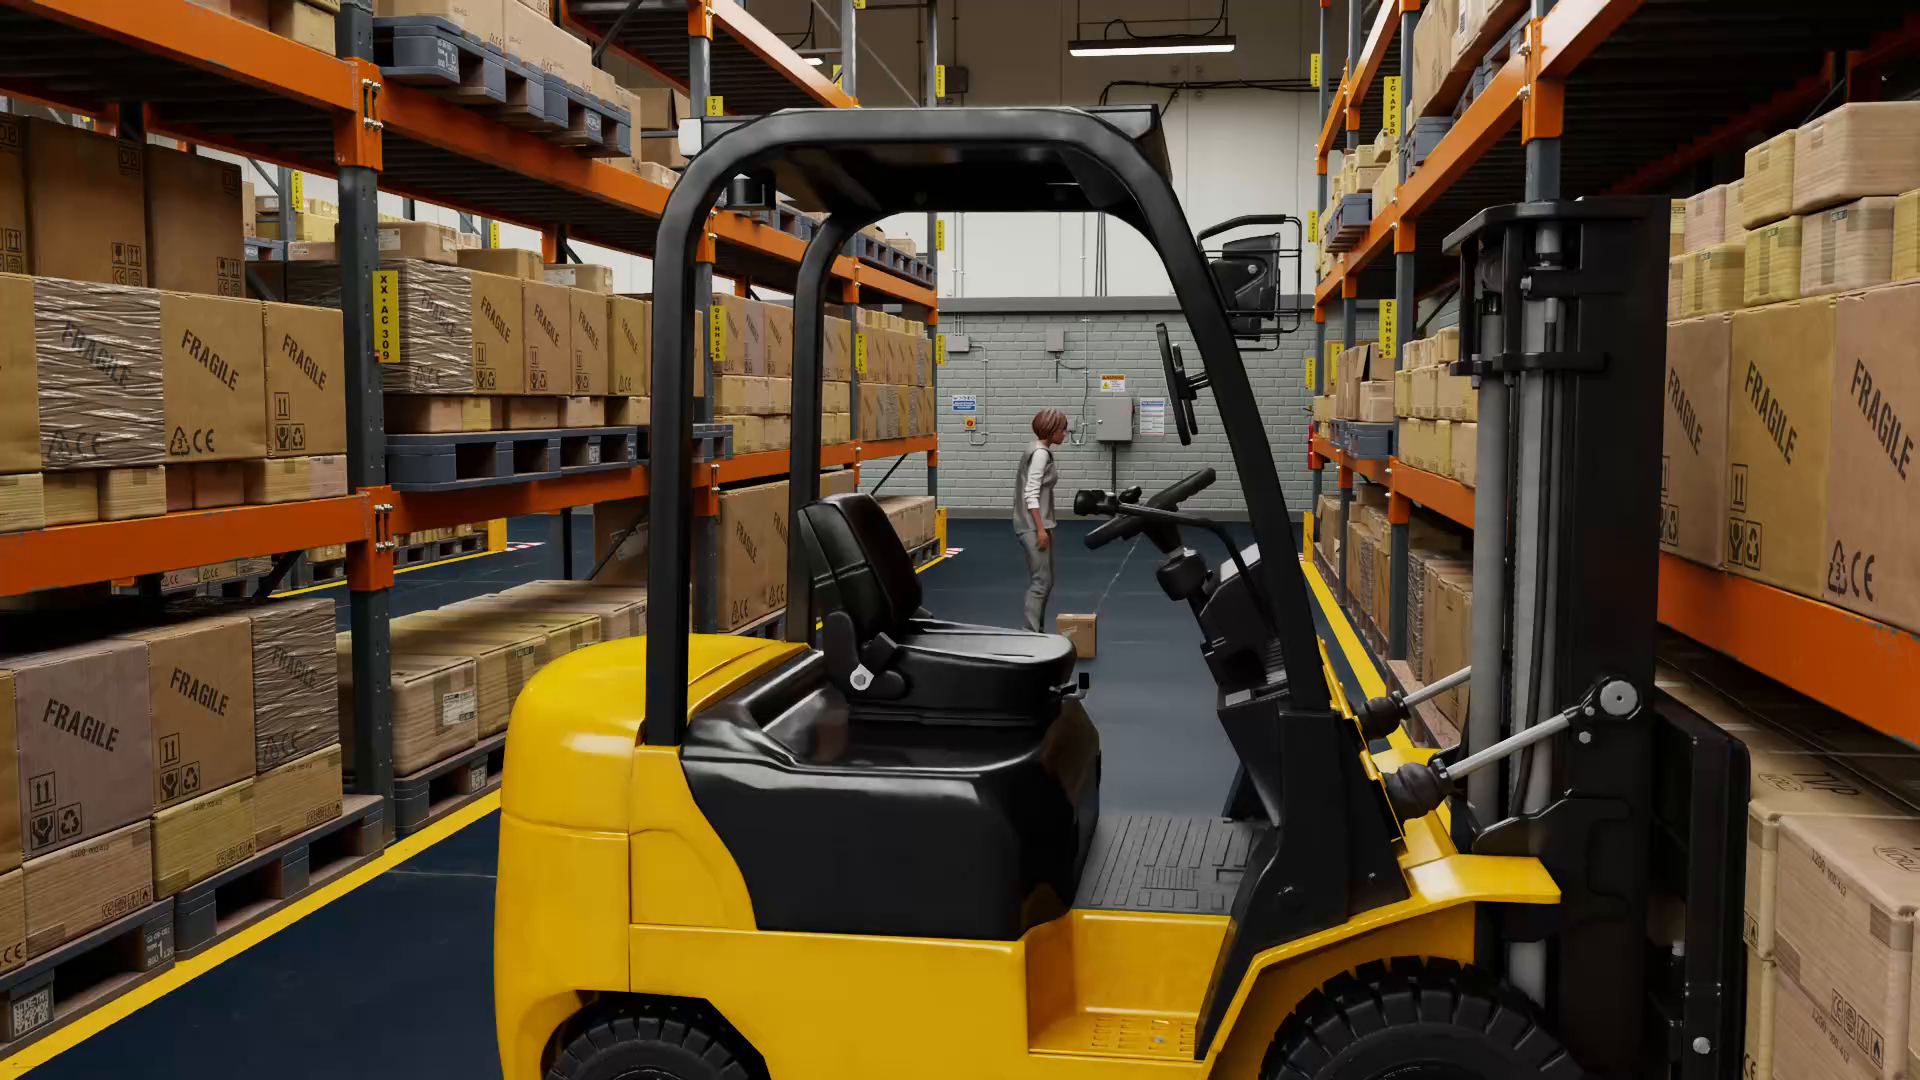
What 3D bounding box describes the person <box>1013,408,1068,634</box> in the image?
[{"bbox_3d":[0.516,-0.031,10.759,0.347,1.551,0.464,1,5,8],"label":"person"}]
